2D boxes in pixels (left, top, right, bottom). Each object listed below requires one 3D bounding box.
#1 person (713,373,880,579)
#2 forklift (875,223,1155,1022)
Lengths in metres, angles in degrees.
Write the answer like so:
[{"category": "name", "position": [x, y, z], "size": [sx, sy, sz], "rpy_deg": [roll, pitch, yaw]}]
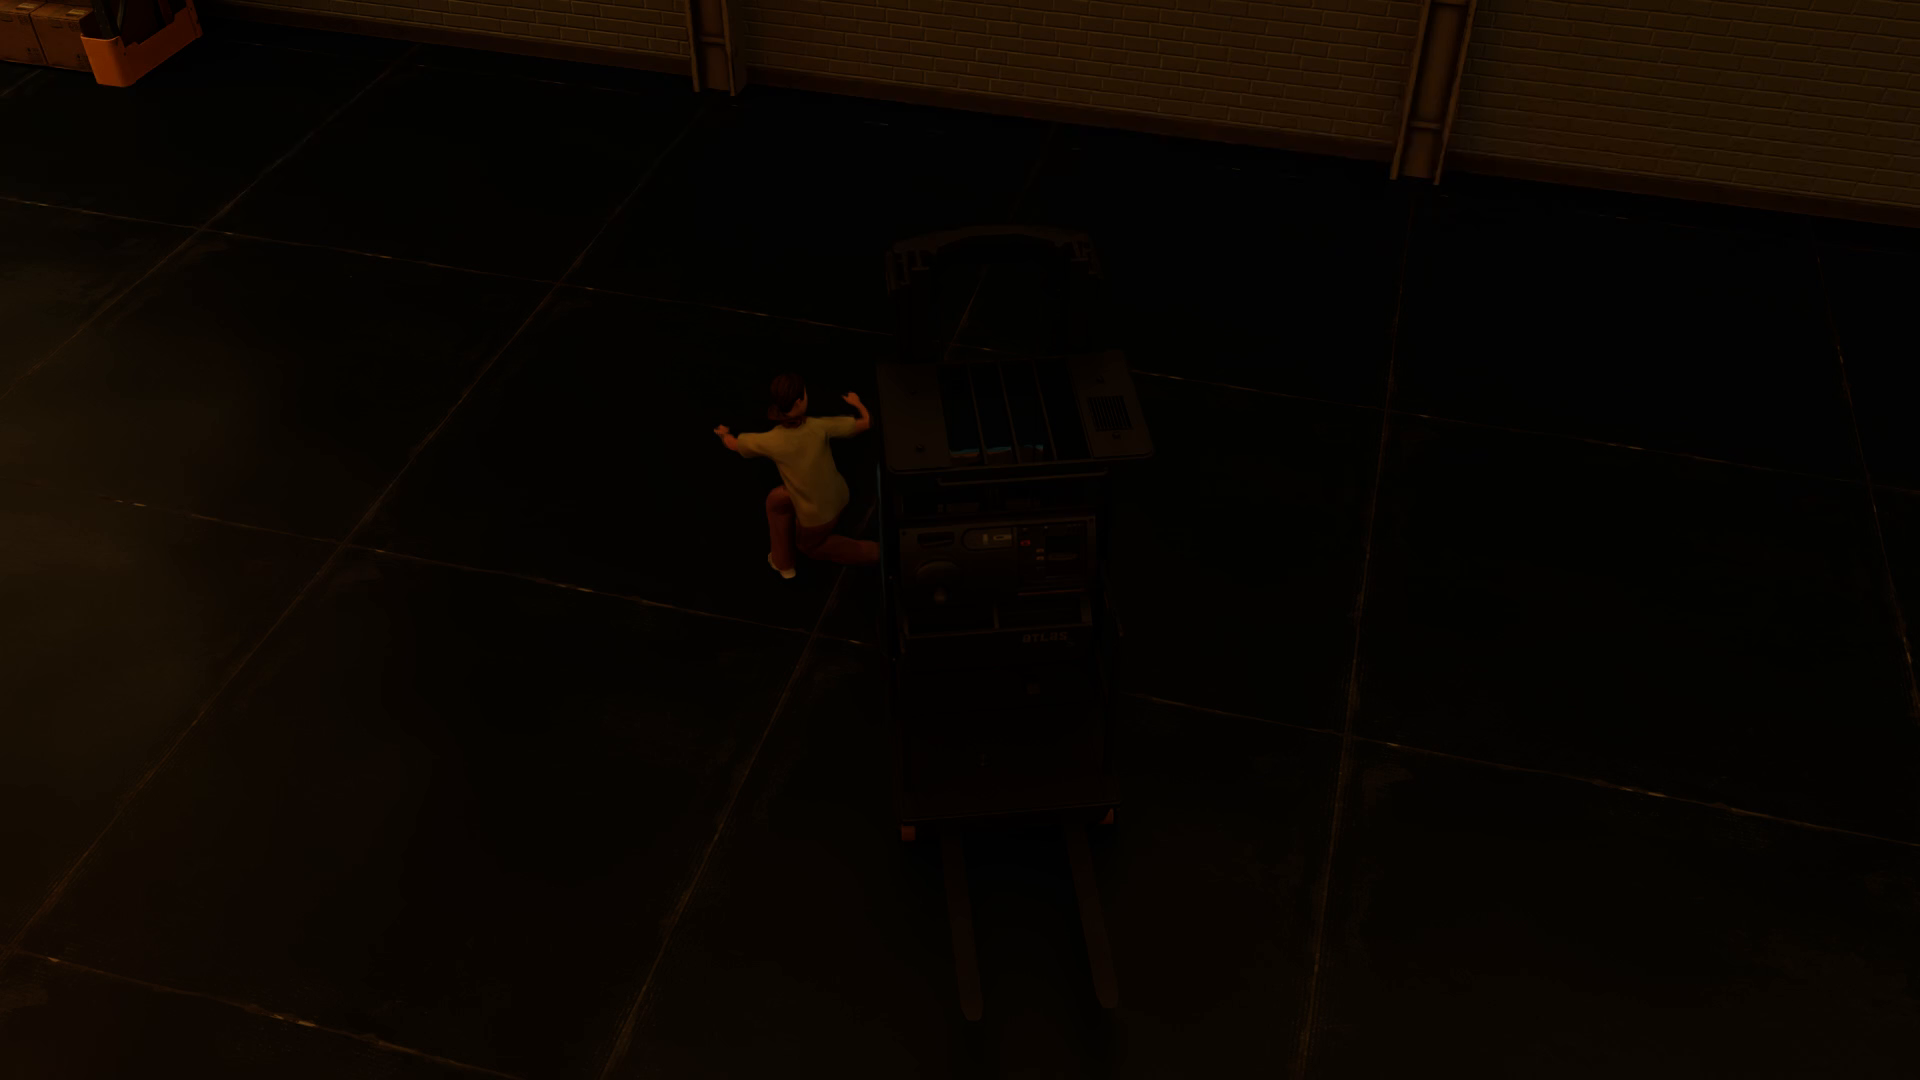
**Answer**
[{"category": "person", "position": [-0.871, -0.395, 9.455], "size": [1.068, 1.441, 0.763], "rpy_deg": [26, 48, 27]}, {"category": "forklift", "position": [0.205, 0.171, 7.666], "size": [1.130, 2.935, 3.031], "rpy_deg": [-4, 41, -5]}]
